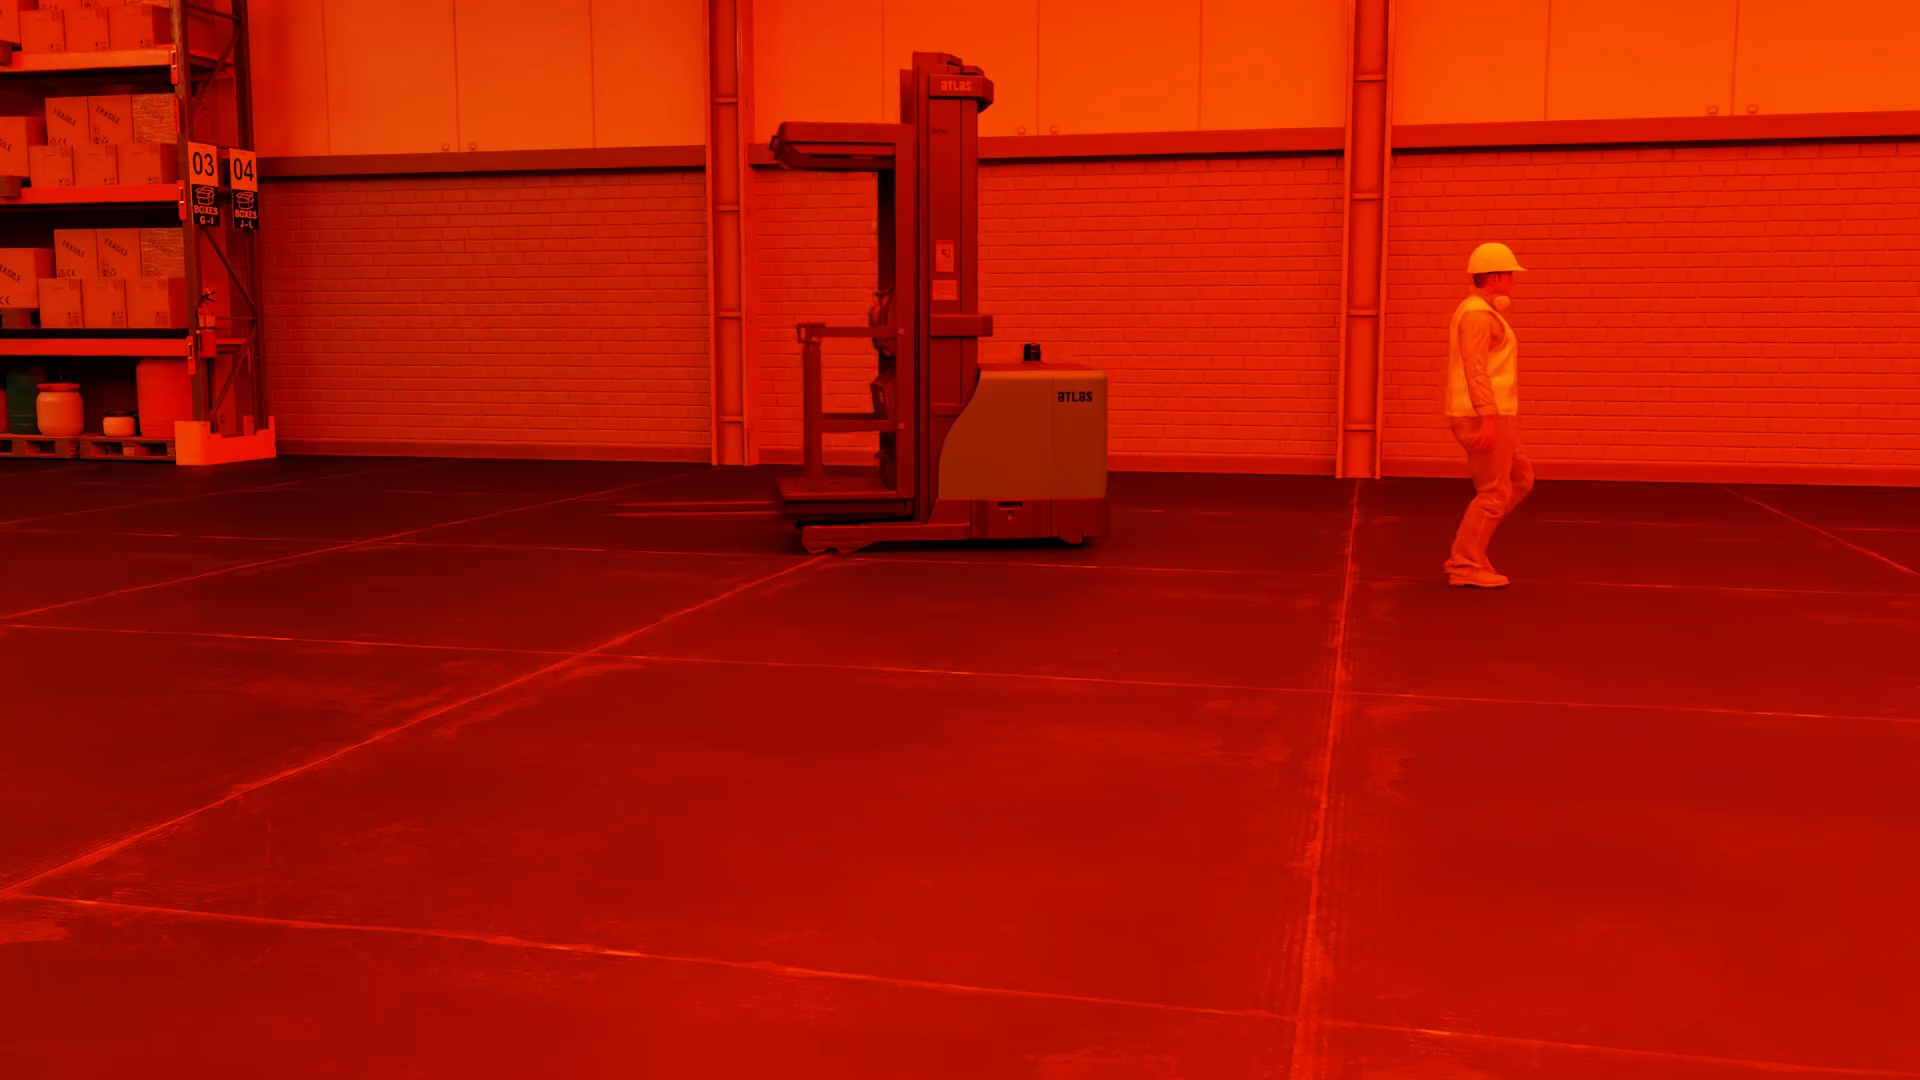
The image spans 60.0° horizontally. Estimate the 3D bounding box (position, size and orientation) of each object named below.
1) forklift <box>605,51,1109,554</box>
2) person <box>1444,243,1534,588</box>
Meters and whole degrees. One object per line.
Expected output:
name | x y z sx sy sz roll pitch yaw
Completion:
forklift | -0.652 -1.442 10.223 3.031 2.935 1.130 -1 7 -8
person | 2.749 -0.638 8.555 0.484 1.757 0.655 1 7 9
